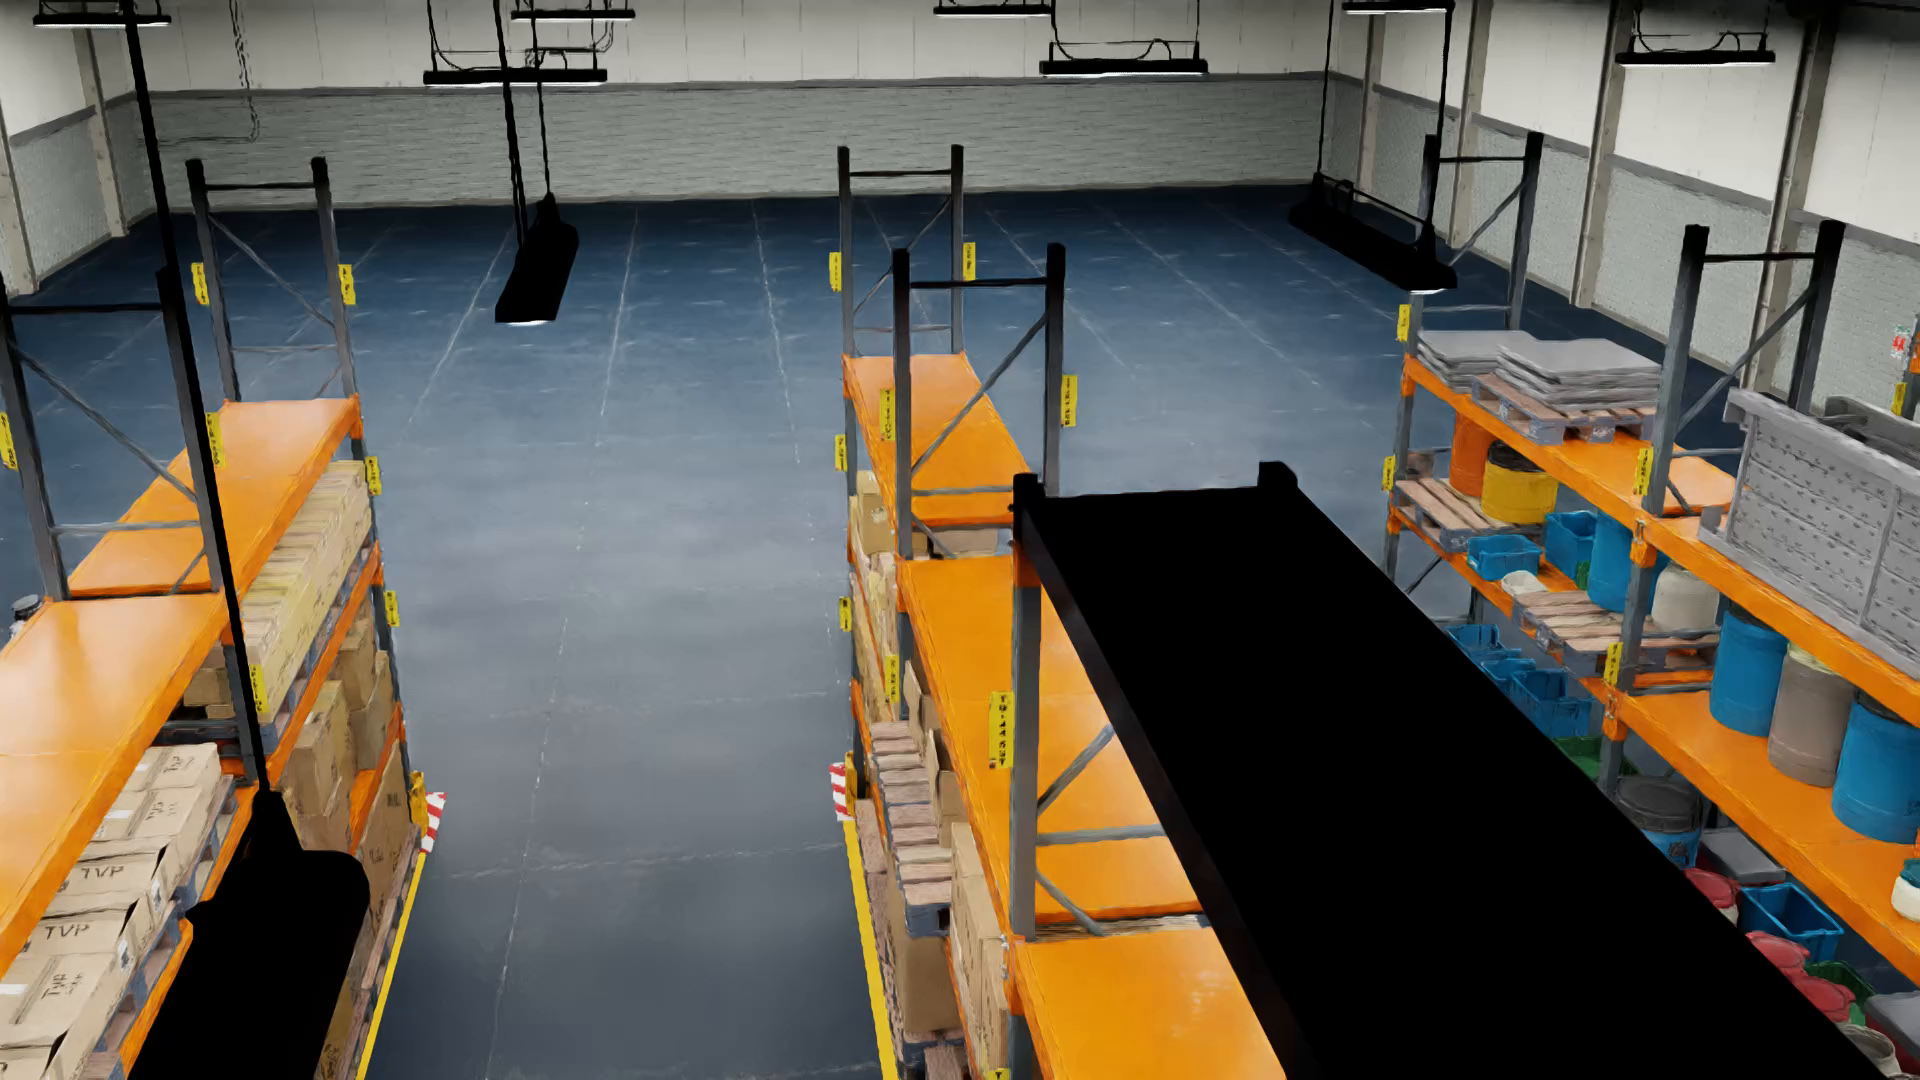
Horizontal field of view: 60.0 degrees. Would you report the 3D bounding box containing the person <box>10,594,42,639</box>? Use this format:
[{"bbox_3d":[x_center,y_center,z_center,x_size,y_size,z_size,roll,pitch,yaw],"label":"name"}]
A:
[{"bbox_3d":[-8.948,1.350,15.995,0.517,1.664,0.529,12,24,27],"label":"person"}]
